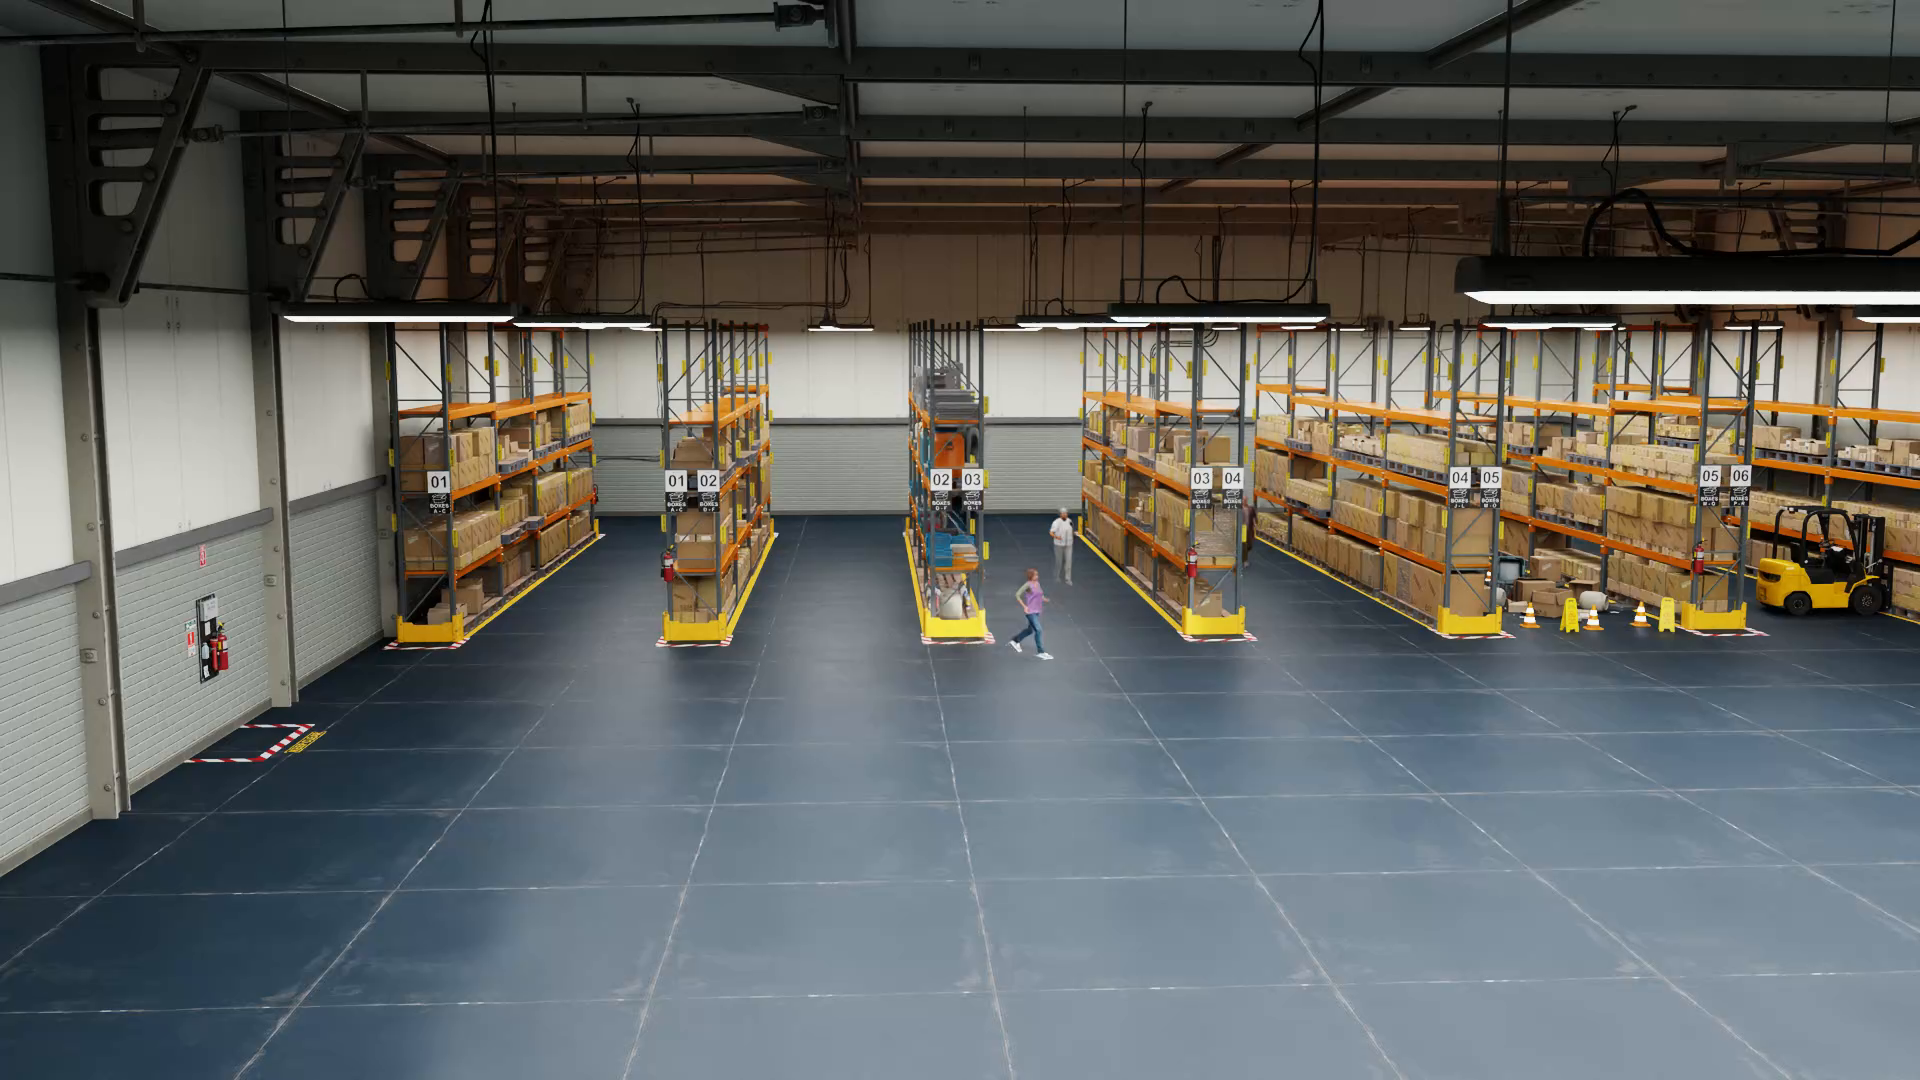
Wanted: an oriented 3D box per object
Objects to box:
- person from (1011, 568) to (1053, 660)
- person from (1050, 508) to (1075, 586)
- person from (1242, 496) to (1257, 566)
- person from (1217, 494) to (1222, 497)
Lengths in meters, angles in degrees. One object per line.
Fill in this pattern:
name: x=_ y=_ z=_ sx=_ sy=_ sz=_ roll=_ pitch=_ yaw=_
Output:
person: x=1.262 y=1.336 z=29.408 sx=0.886 sy=1.491 sz=0.550 roll=4 pitch=8 yaw=30
person: x=2.259 y=0.133 z=36.316 sx=0.613 sy=1.684 sz=0.833 roll=-2 pitch=7 yaw=-15
person: x=7.036 y=-0.241 z=41.289 sx=0.731 sy=1.741 sz=0.762 roll=-1 pitch=7 yaw=-9
person: x=7.291 y=-0.997 z=47.492 sx=0.776 sy=1.756 sz=0.605 roll=3 pitch=8 yaw=25
